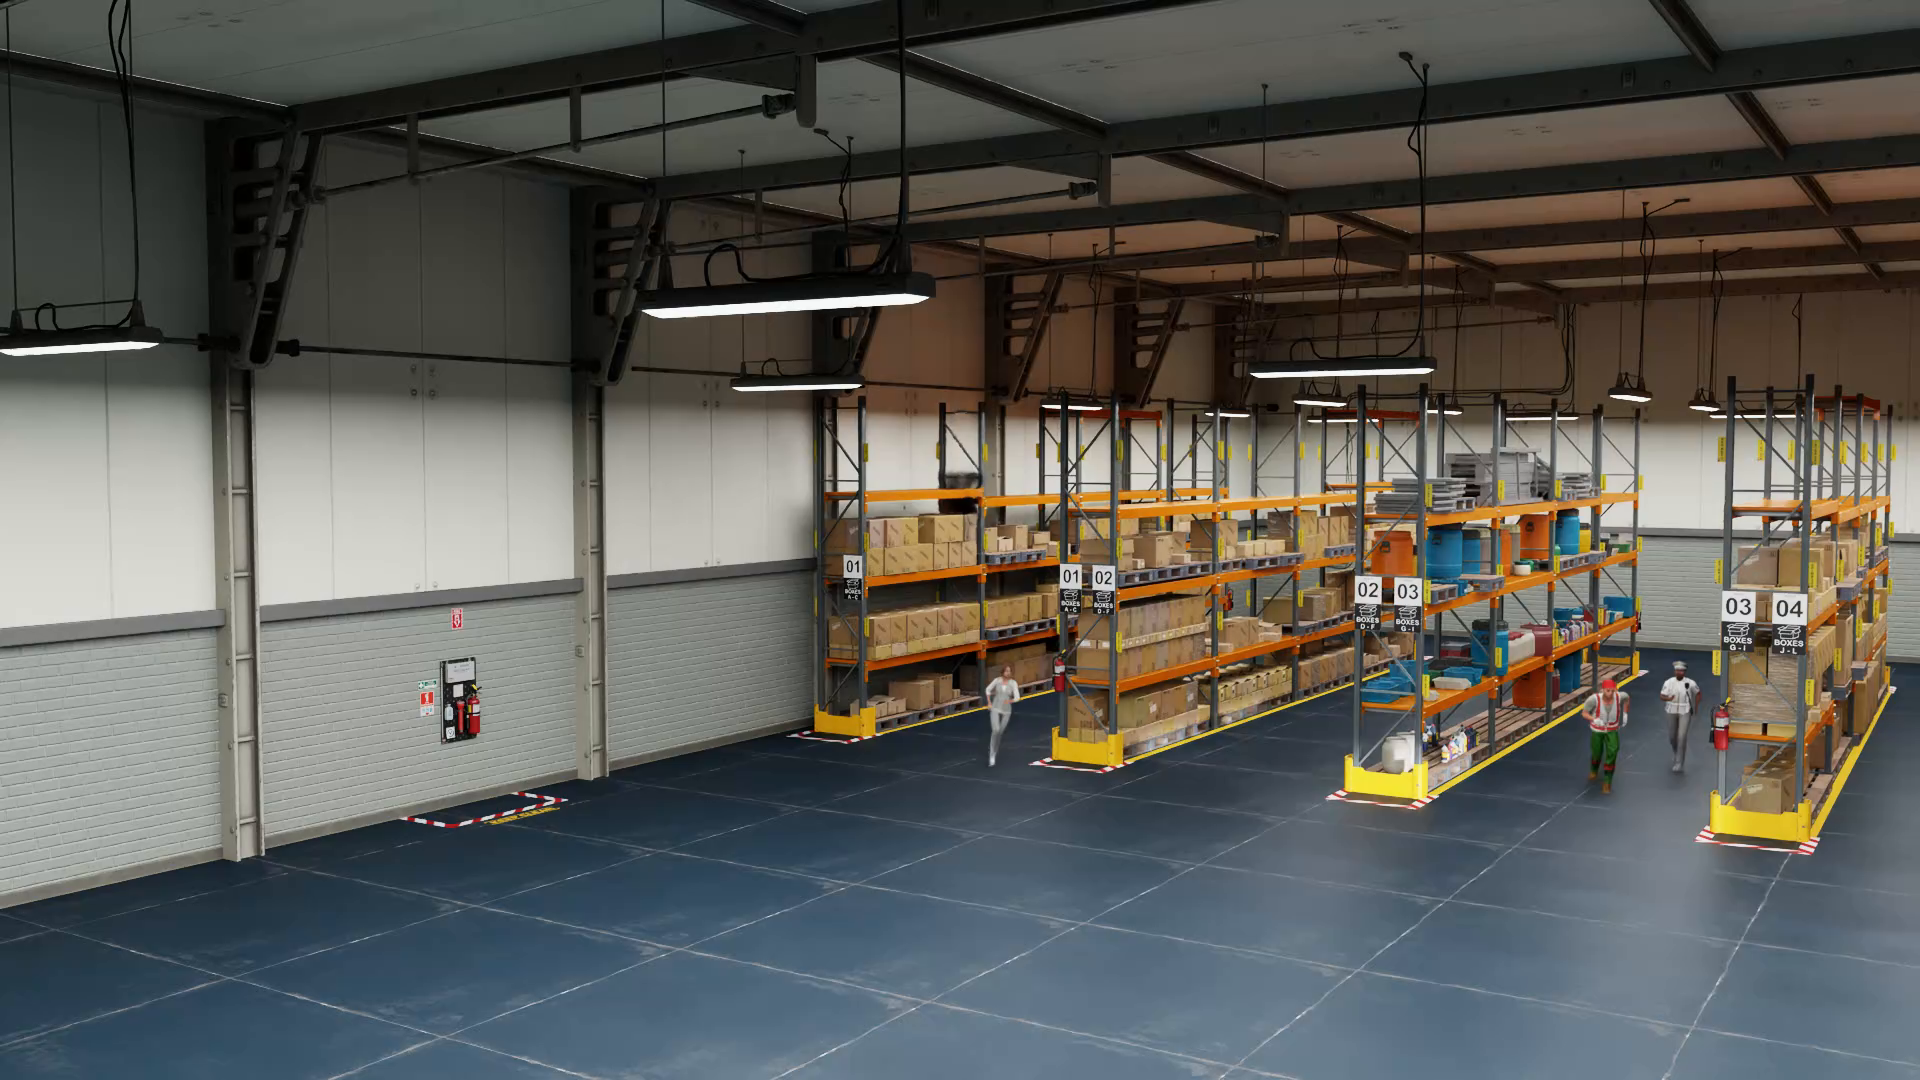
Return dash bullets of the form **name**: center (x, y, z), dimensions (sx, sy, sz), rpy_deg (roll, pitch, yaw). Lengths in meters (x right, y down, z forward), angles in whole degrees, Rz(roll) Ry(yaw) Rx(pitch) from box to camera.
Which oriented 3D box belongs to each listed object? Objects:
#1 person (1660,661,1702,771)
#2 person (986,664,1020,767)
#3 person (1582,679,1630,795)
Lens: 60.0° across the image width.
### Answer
- **person**: center (11.390, 2.751, 26.325), dimensions (0.575, 1.685, 0.938), rpy_deg (2, 4, 33)
- **person**: center (0.684, 2.805, 26.785), dimensions (0.527, 1.619, 0.665), rpy_deg (0, 3, -9)
- **person**: center (9.573, 2.883, 24.724), dimensions (0.706, 1.732, 1.048), rpy_deg (0, 3, 9)
